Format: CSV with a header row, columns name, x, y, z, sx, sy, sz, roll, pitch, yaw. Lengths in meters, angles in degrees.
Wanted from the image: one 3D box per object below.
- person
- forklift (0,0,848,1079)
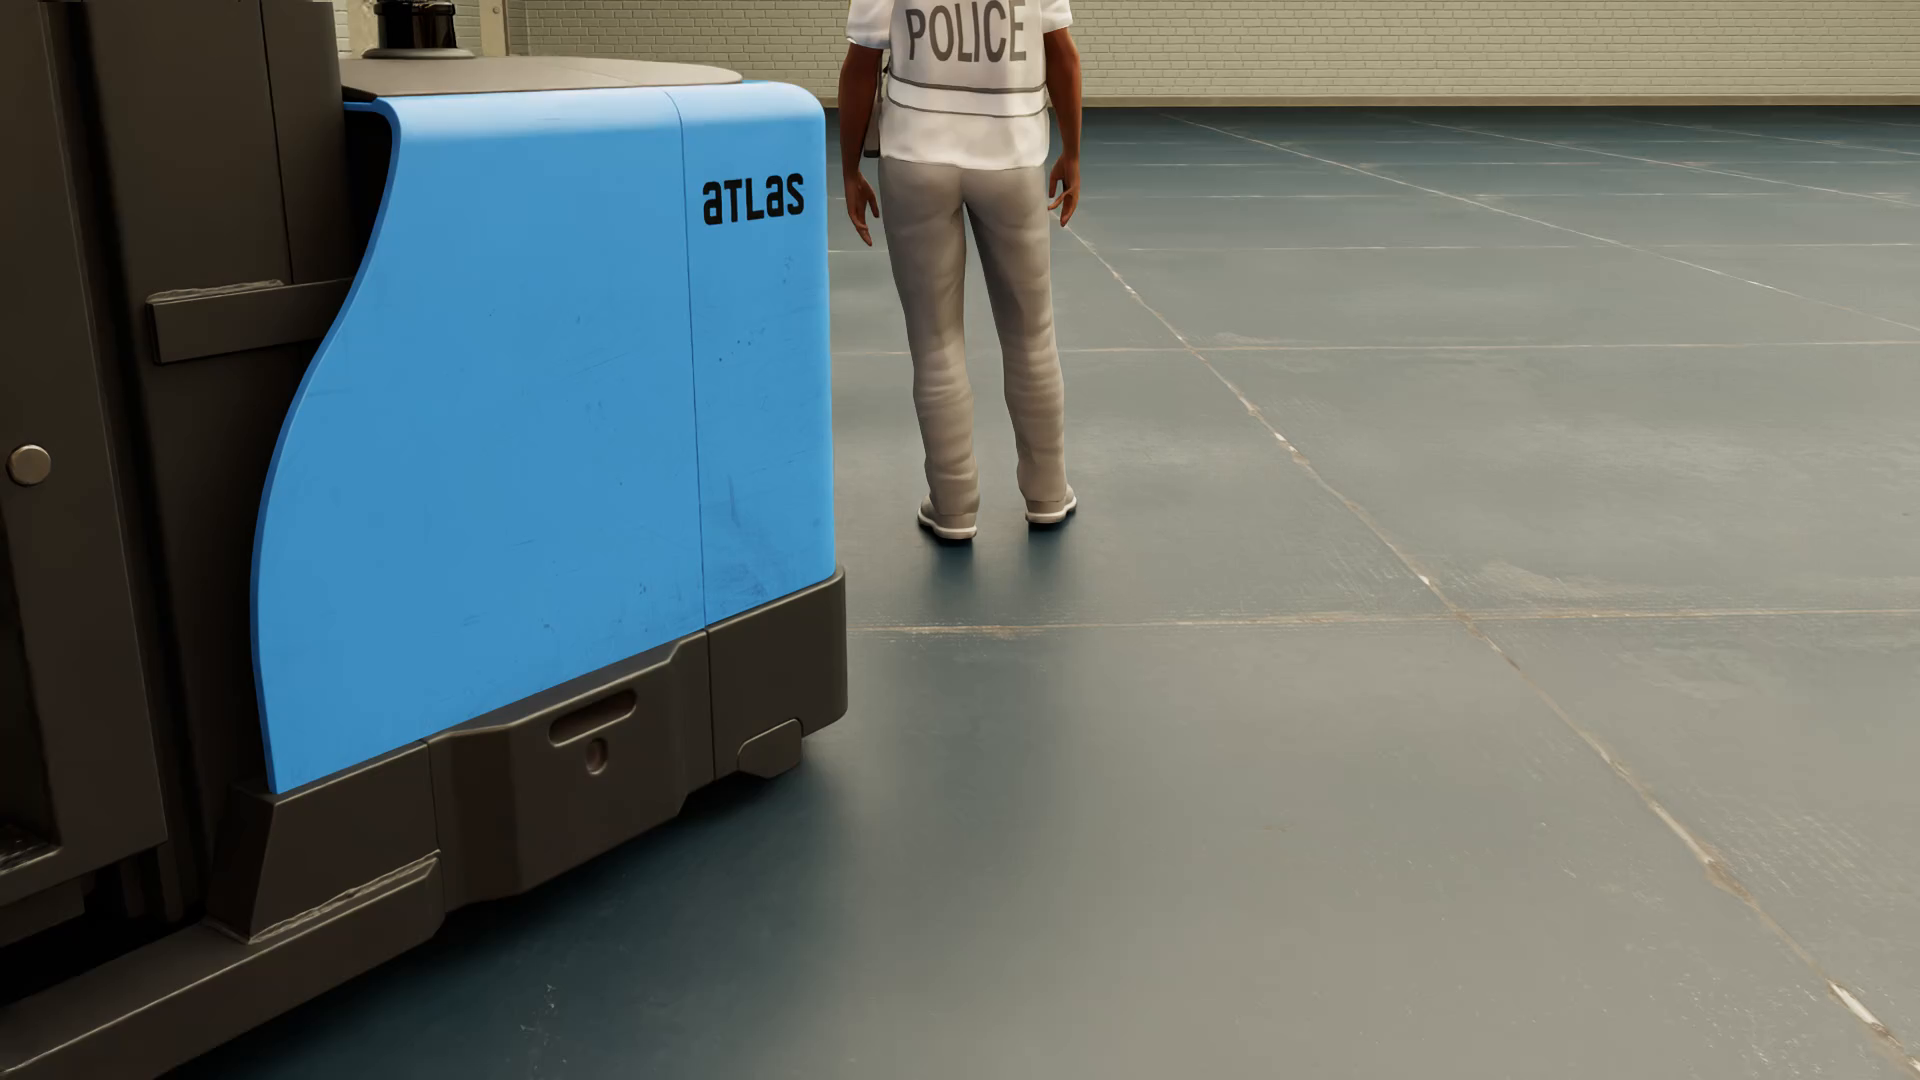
name,x,y,z,sx,sy,sz,roll,pitch,yaw
person,0.016,-0.839,3.740,0.570,1.695,0.530,-1,17,-3
forklift,-1.460,-0.793,1.499,1.130,2.935,3.031,12,21,34
